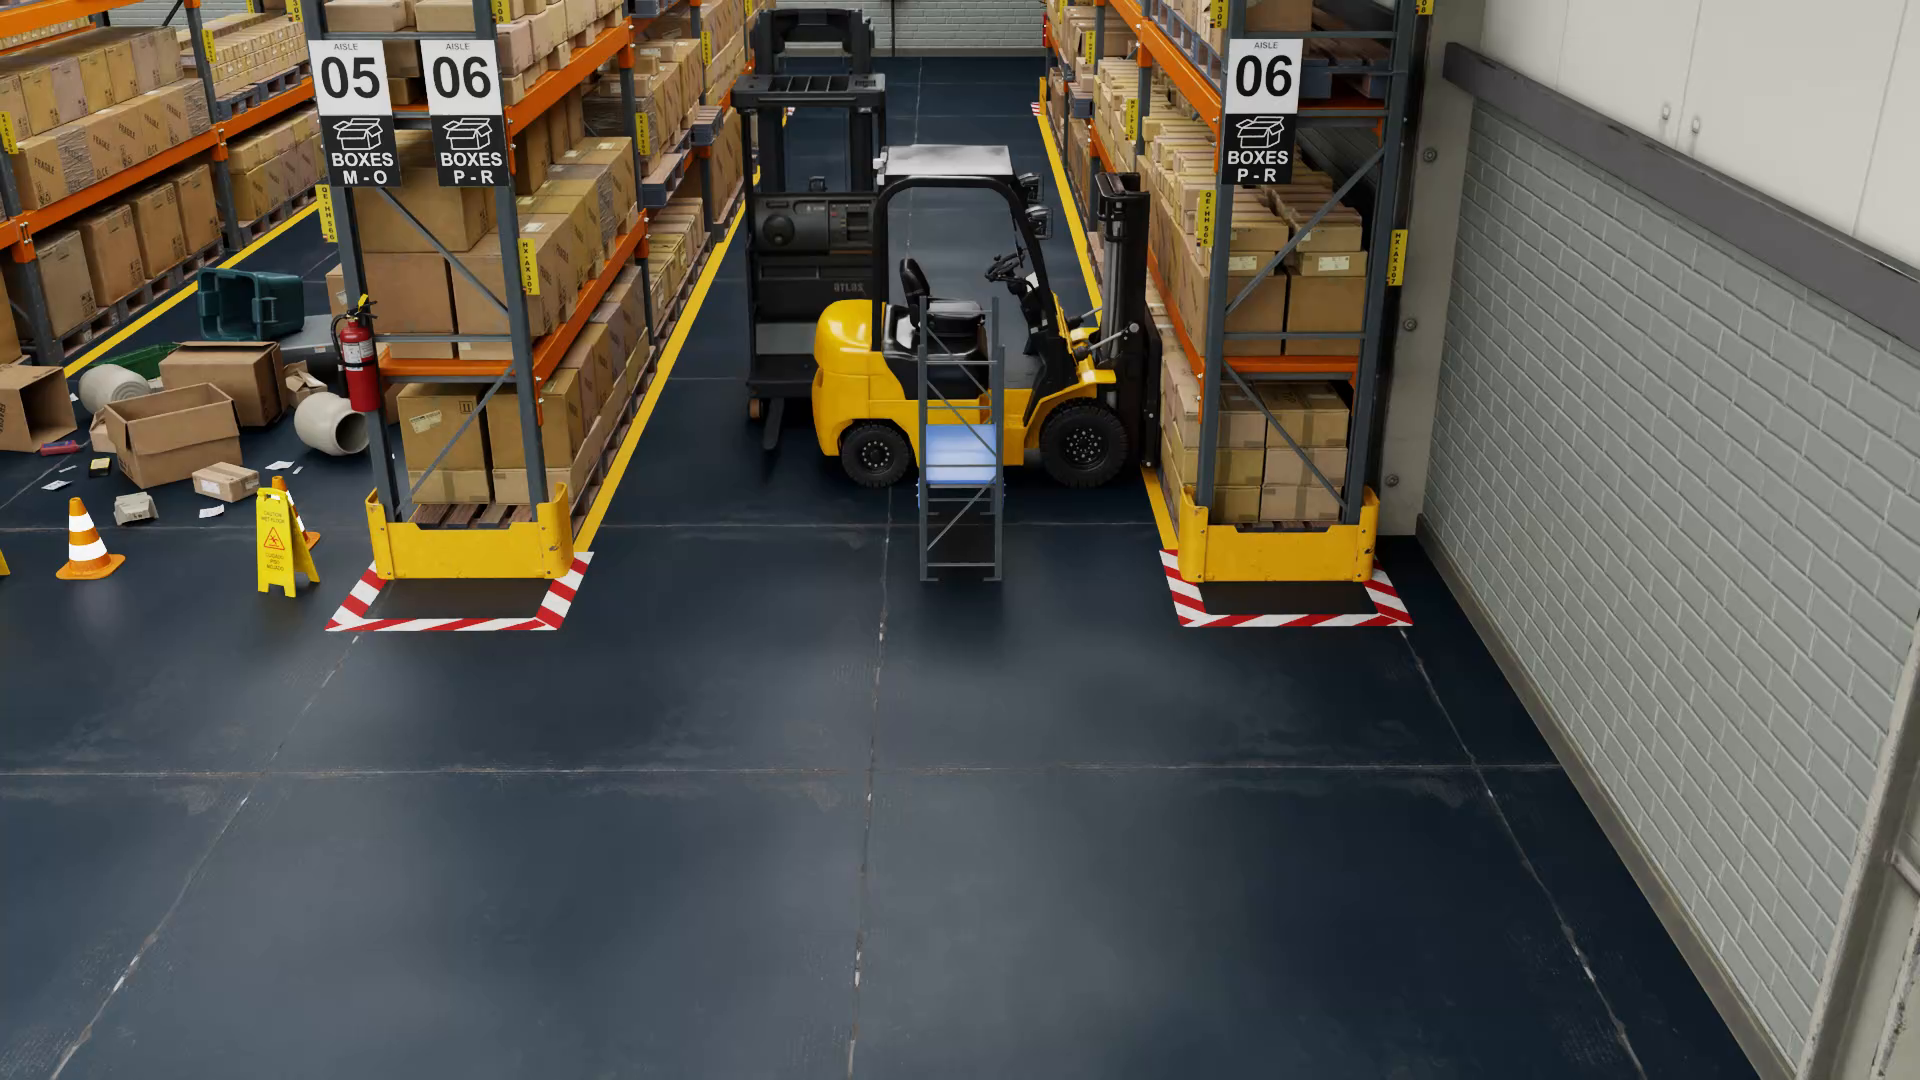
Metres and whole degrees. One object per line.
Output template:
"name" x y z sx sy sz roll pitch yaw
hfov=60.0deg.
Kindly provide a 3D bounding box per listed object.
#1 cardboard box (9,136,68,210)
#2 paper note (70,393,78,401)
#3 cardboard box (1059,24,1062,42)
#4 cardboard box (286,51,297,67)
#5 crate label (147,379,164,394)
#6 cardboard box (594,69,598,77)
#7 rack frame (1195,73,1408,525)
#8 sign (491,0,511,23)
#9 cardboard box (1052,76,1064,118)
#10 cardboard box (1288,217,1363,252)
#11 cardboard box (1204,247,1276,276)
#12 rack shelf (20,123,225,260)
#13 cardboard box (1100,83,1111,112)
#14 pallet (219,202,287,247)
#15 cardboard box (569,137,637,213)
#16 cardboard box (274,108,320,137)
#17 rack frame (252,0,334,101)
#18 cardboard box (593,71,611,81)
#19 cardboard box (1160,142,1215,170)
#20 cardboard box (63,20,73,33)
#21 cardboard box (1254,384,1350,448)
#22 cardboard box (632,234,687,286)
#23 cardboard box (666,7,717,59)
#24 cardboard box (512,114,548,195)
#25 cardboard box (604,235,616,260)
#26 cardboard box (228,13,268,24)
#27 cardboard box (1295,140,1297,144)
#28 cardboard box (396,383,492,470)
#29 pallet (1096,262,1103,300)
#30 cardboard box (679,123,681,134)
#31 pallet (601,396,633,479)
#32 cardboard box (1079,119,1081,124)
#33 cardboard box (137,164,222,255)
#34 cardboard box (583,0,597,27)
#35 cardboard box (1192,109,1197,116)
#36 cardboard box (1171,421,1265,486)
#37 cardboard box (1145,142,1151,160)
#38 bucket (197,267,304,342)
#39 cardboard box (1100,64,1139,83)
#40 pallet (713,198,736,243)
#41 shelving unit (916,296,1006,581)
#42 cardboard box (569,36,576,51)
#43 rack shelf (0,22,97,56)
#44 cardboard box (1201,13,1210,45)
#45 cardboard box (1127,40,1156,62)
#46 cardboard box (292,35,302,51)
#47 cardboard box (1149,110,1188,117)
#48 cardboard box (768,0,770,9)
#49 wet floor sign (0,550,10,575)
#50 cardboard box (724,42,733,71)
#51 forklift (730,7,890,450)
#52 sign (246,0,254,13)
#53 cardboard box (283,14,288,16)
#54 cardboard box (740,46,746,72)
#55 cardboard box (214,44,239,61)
"cardboard box" -7.743 -3.015 13.655 0.500 0.500 0.500 0 24 0
"paper note" -7.094 -1.126 13.202 0.147 0.020 0.142 -19 31 -36
"cardboard box" 1.548 -6.618 21.564 0.500 0.250 0.500 0 24 0
"cardboard box" -7.876 -5.535 19.142 0.380 0.149 0.250 -1 24 -3
"crate label" -6.397 -1.179 13.190 0.298 0.136 0.250 -19 31 -36
"cardboard box" -3.336 -4.069 14.329 0.380 0.149 0.250 -1 24 -3
"rack frame" 1.949 -1.191 9.743 1.000 3.000 0.127 0 24 -1
"sign" -2.472 -2.935 8.898 0.100 0.325 0.005 0 24 -1
"cardboard box" 1.657 -6.232 23.412 0.700 0.500 0.500 1 24 2
"cardboard box" 2.159 -1.807 9.836 0.380 0.149 0.250 -1 24 -2
"cardboard box" 1.665 -1.674 9.902 0.380 0.149 0.250 0 24 0
"rack shelf" -8.029 -3.248 15.164 1.077 0.370 4.000 0 24 -1
"cardboard box" 1.626 -4.257 16.097 0.500 0.250 0.500 0 24 1
"pallet" -8.058 -3.451 18.125 1.003 0.211 1.213 0 24 -1
"cardboard box" -2.805 -2.815 12.851 0.500 0.500 0.500 -1 24 -2
"cardboard box" -7.841 -4.925 19.612 0.500 0.250 0.500 1 24 2
"rack frame" -8.094 -6.048 20.483 1.000 3.000 0.127 0 24 -1
"cardboard box" -3.299 -3.794 14.507 0.500 0.500 0.500 1 24 1
"cardboard box" 1.647 -2.757 11.937 0.380 0.149 0.250 -1 24 -1
"cardboard box" -12.759 -7.245 23.434 0.380 0.149 0.250 0 24 0
"cardboard box" 2.133 -0.784 10.457 0.500 0.250 0.500 -1 24 -1
"cardboard box" -3.087 -2.608 15.556 0.950 0.372 0.625 1 24 1
"cardboard box" -2.878 -5.374 17.656 0.500 0.500 0.500 0 24 0
"cardboard box" -3.212 -2.638 11.247 0.700 0.500 0.500 0 24 -1
"cardboard box" -2.736 -2.151 12.171 0.380 0.149 0.250 -1 24 -1
"cardboard box" -8.550 -6.232 19.962 0.380 0.149 0.250 1 24 2
"cardboard box" 2.254 -2.870 12.187 0.380 0.149 0.250 -1 24 -2
"cardboard box" -3.284 -0.776 10.744 0.500 0.500 0.500 0 24 0
"pallet" 1.842 -2.376 15.748 1.003 0.211 1.213 0 24 -1
"cardboard box" -2.767 -3.768 15.237 0.380 0.149 0.250 -1 24 -2
"pallet" -2.999 -0.764 12.184 1.003 0.211 1.213 0 24 -1
"cardboard box" 1.650 -5.115 20.157 0.380 0.149 0.250 -1 24 -3
"cardboard box" -8.134 -3.315 16.660 1.050 0.750 0.750 -1 24 -1
"cardboard box" -2.787 -3.650 11.362 0.500 0.250 0.500 -1 24 -1
"cardboard box" 2.163 -3.540 14.028 0.380 0.149 0.250 0 24 -1
"cardboard box" 1.631 -0.557 10.561 0.500 0.250 0.500 -1 24 -1
"cardboard box" 1.646 -3.048 12.941 0.380 0.149 0.250 -1 24 -1
"bucket" -5.700 -1.907 13.454 0.726 0.611 0.620 8 16 18
"cardboard box" 1.575 -4.586 16.341 0.380 0.149 0.250 0 24 1
"pallet" -3.035 -3.518 18.273 1.003 0.211 1.213 0 24 -1
"shelving unit" 0.001 -0.648 10.363 0.538 1.500 1.048 0 24 -1
"cardboard box" -2.834 -3.408 11.309 0.380 0.149 0.250 0 24 1
"rack shelf" -13.077 -6.564 22.496 1.077 0.370 4.000 0 24 -1
"cardboard box" 1.636 -3.020 9.822 0.380 0.149 0.250 -1 24 -2
"cardboard box" 2.012 -4.937 17.396 0.500 0.500 0.500 1 24 2
"cardboard box" -7.881 -5.774 19.311 0.380 0.149 0.250 -1 24 -2
"cardboard box" 1.708 -3.527 14.001 0.380 0.149 0.250 0 24 -1
"cardboard box" -2.929 -7.401 23.353 0.500 0.500 0.500 -1 24 -2
"wet floor sign" -5.983 -0.028 10.028 0.267 0.644 0.232 -4 25 -10
"cardboard box" -2.850 -5.461 18.759 0.500 0.250 0.500 0 24 0
"forklift" -1.085 -2.399 12.498 1.130 2.935 3.031 -1 24 -2
"sign" -8.637 -6.437 20.292 0.100 0.325 0.005 0 24 -1
"cardboard box" -7.895 -6.231 19.961 0.380 0.149 0.250 1 24 2
"cardboard box" -2.889 -5.860 20.249 0.500 0.250 0.500 -1 24 -2
"cardboard box" -7.866 -5.151 17.572 0.380 0.149 0.250 0 24 -1
